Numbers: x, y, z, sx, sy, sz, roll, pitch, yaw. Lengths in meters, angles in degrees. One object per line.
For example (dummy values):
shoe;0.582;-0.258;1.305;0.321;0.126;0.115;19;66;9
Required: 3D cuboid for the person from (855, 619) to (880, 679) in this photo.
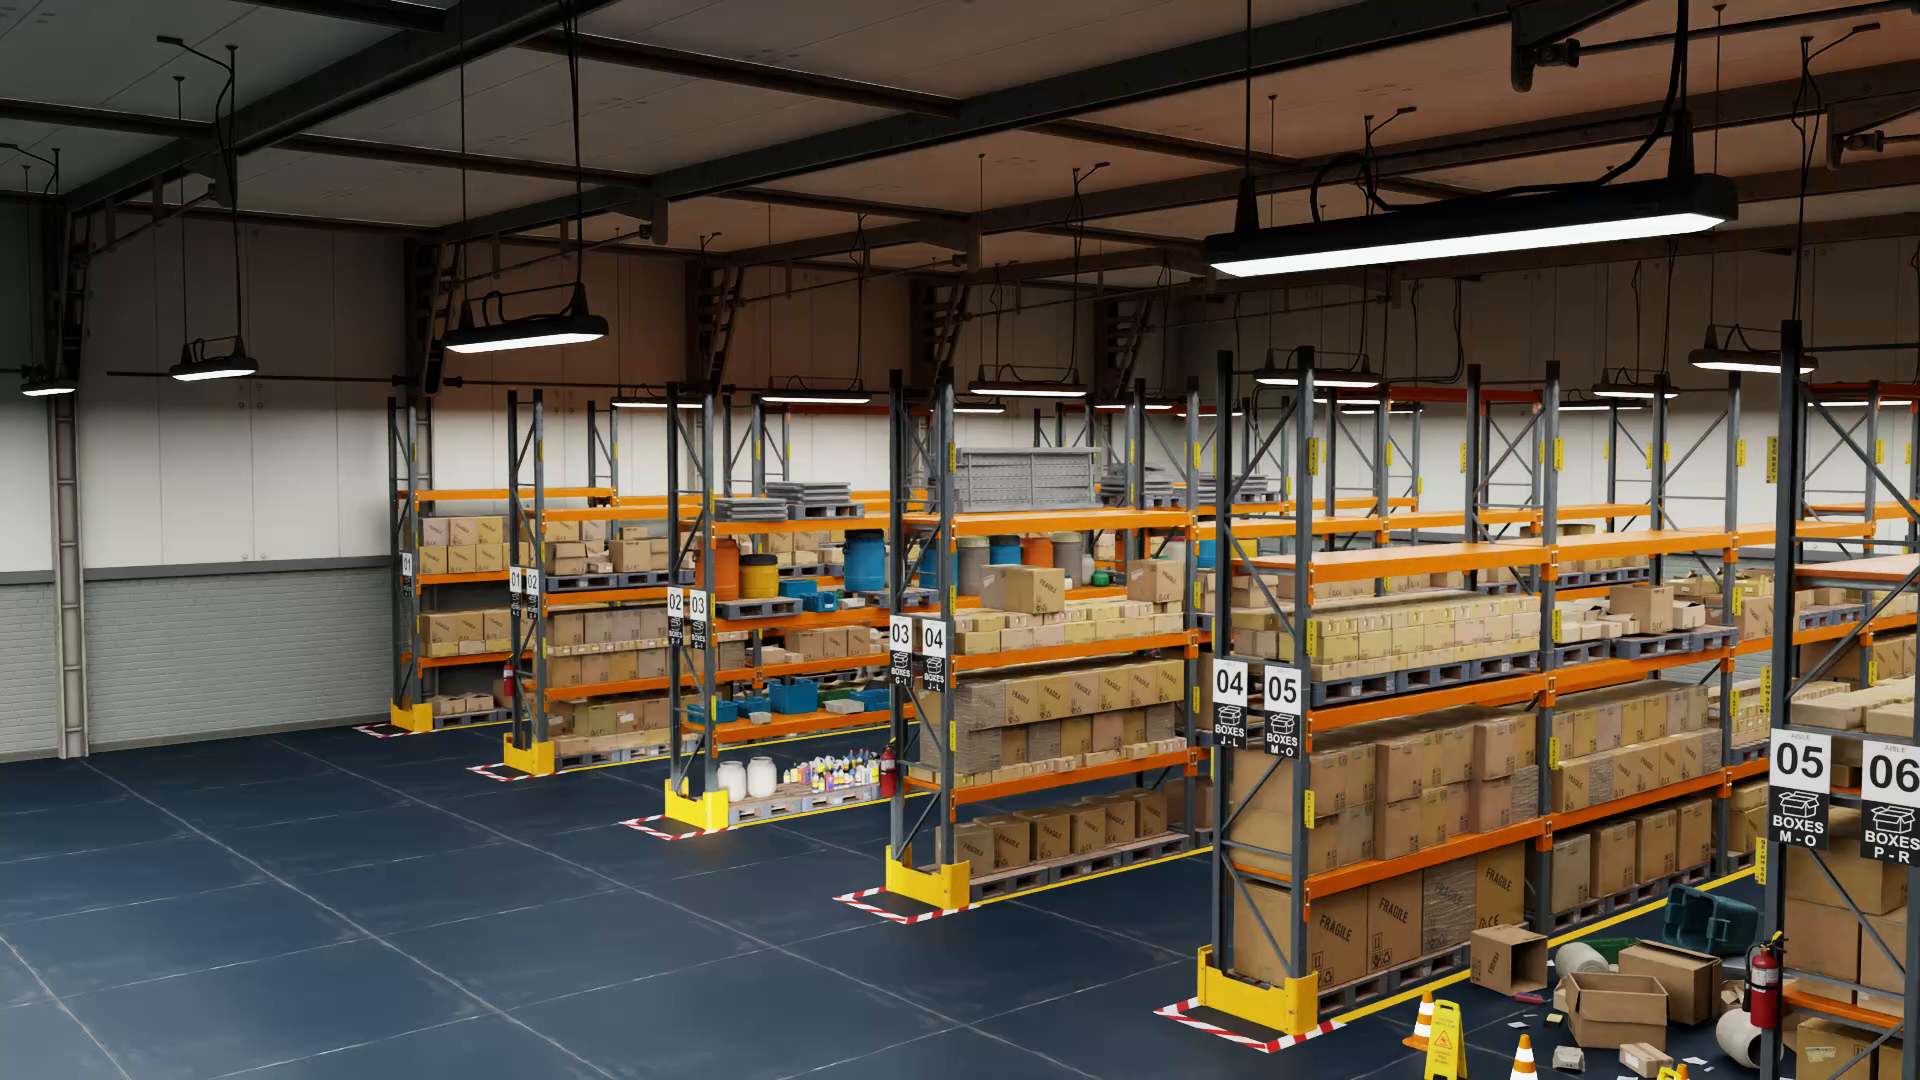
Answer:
person;-1.771;2.374;32.912;0.673;1.765;0.740;3;4;38
